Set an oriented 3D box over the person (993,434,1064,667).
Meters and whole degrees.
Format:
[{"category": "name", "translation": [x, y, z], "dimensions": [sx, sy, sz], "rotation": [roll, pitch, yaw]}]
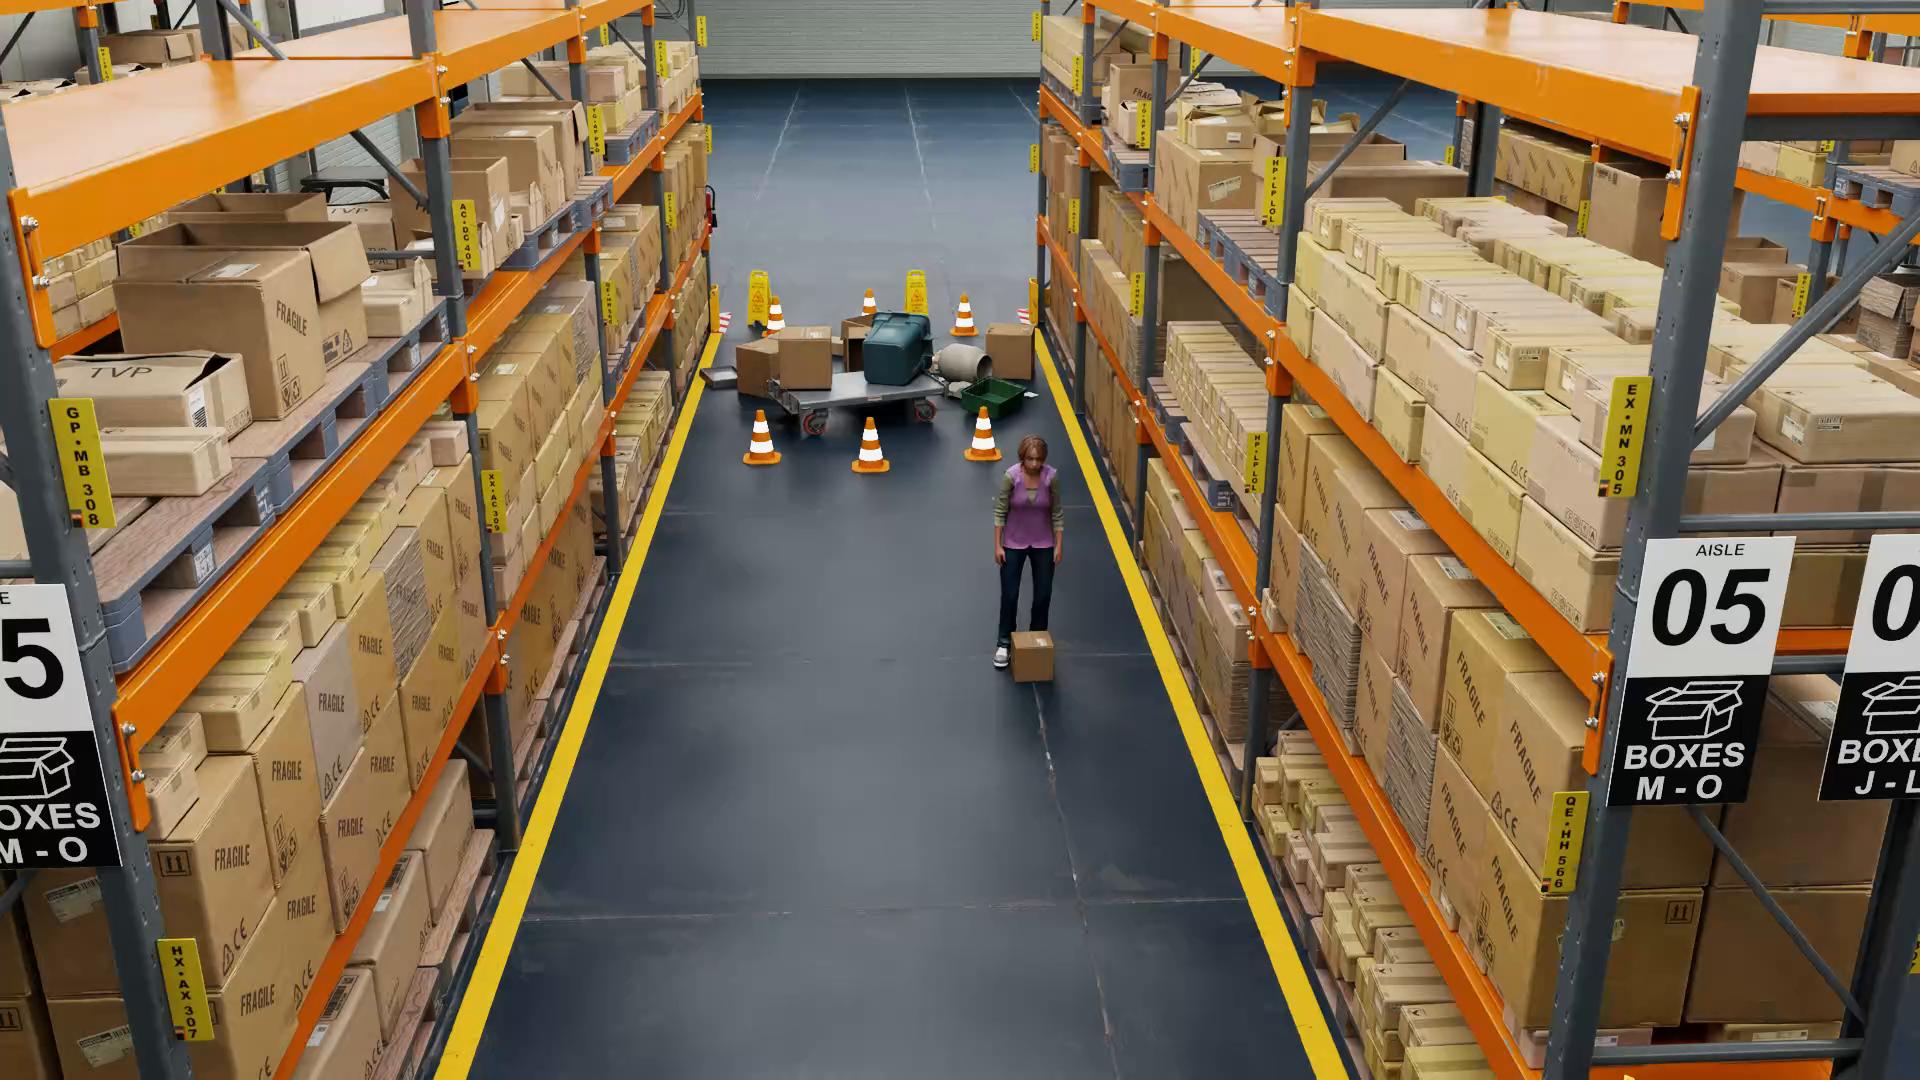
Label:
[{"category": "person", "translation": [0.452, 0.060, 10.935], "dimensions": [0.463, 1.593, 0.365], "rotation": [-1, 21, -3]}]
